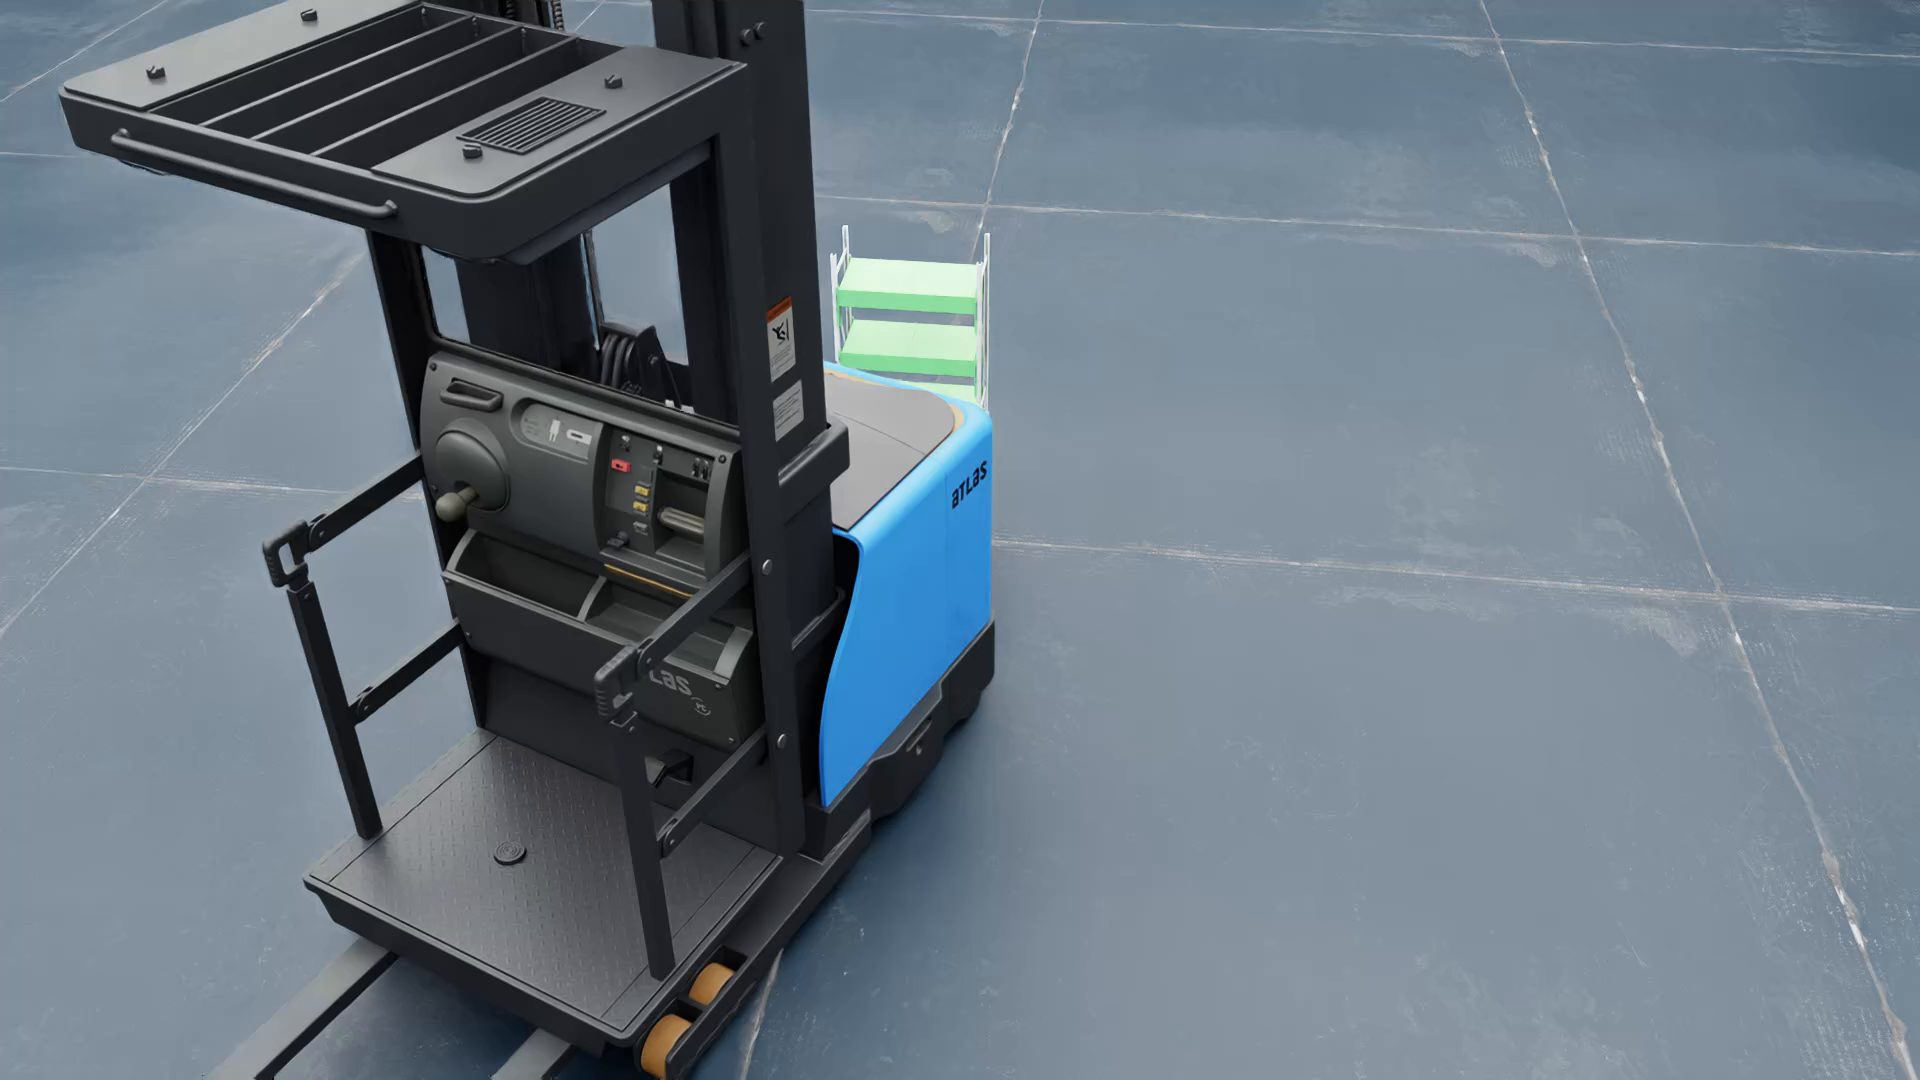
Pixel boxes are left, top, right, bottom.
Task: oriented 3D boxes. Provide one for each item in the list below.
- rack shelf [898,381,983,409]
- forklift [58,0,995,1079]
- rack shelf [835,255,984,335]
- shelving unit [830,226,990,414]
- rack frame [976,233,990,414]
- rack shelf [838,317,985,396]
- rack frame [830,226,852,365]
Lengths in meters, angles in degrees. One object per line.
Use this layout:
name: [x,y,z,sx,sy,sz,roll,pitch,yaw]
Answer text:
rack shelf: [-0.164,-0.449,5.956,0.480,0.148,0.258,4,36,6]
forklift: [-1.041,-0.102,3.870,1.130,2.935,3.031,18,39,23]
rack shelf: [-0.164,-0.839,5.677,0.480,0.148,0.258,4,36,6]
shelving unit: [-0.164,-0.501,5.919,0.503,1.200,0.258,4,36,6]
rack frame: [0.078,-0.483,5.893,0.015,1.200,0.240,4,36,6]
rack shelf: [-0.164,-0.644,5.816,0.480,0.148,0.258,4,36,6]
rack frame: [-0.406,-0.519,5.944,0.015,1.200,0.240,4,36,6]
